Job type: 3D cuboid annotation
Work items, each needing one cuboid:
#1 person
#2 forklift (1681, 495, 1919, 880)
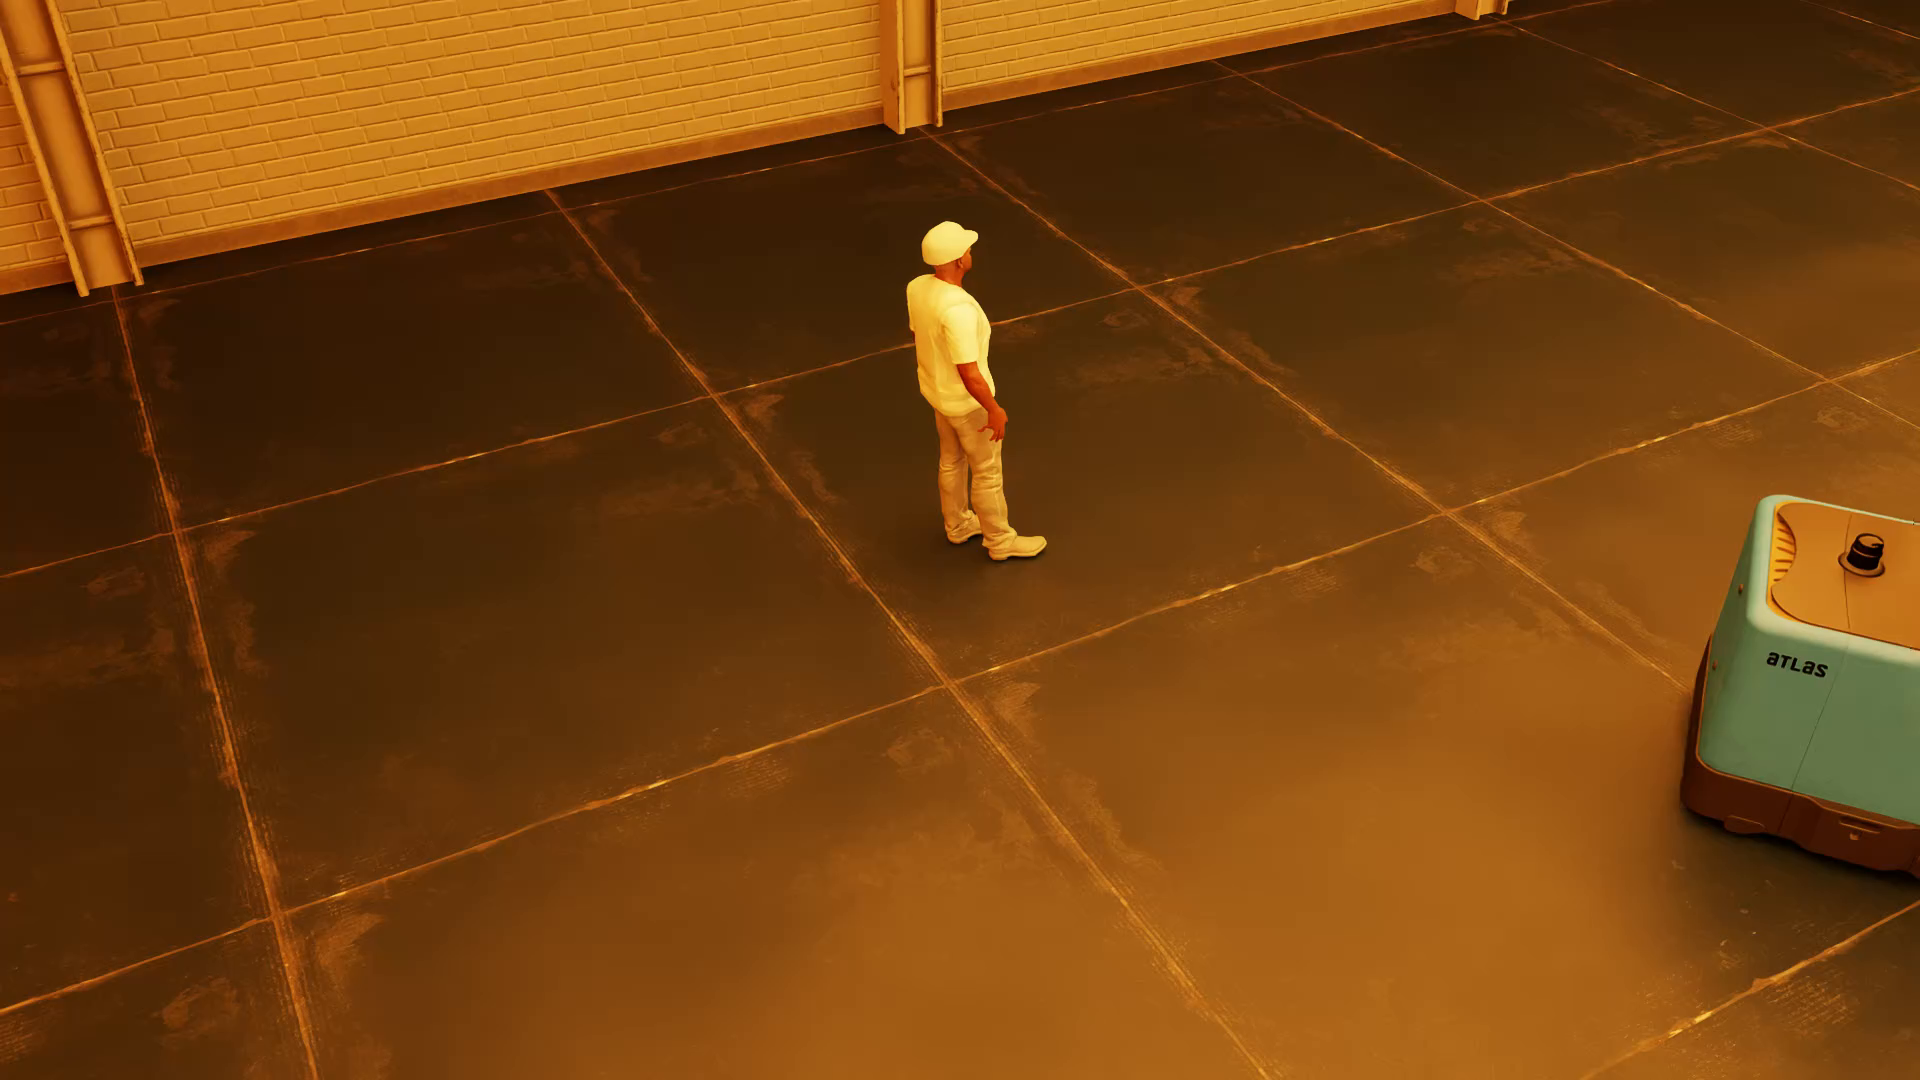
[{"bbox_3d":[0.064,-0.742,8.170,0.577,1.764,0.665,-17,39,-23],"label":"person"},{"bbox_3d":[4.599,0.069,6.026,3.031,2.935,1.130,15,38,20],"label":"forklift"}]
